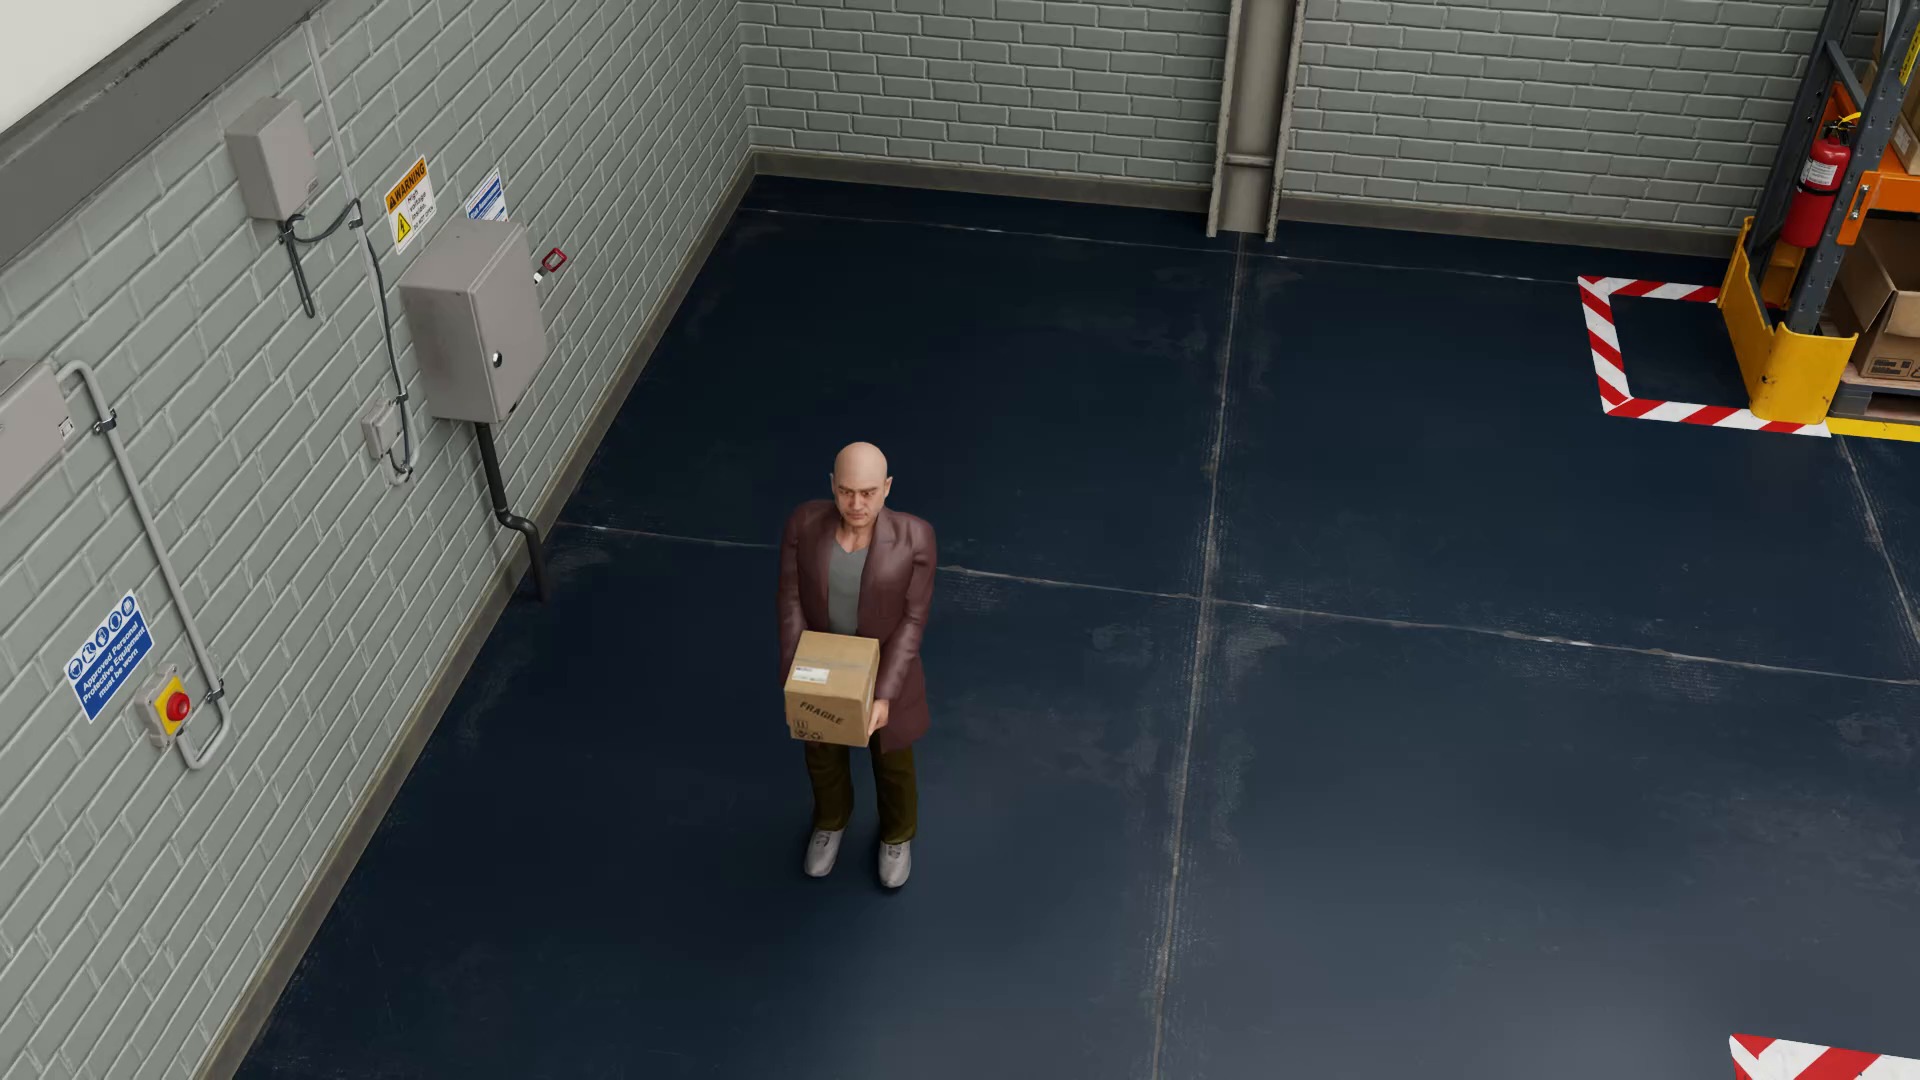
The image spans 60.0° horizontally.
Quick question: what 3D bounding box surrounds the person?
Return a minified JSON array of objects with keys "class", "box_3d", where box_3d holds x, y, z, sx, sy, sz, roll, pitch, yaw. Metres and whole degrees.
[{"class":"person","box_3d":[-0.359,0.505,5.570,0.530,1.769,0.562,7,40,8]}]
